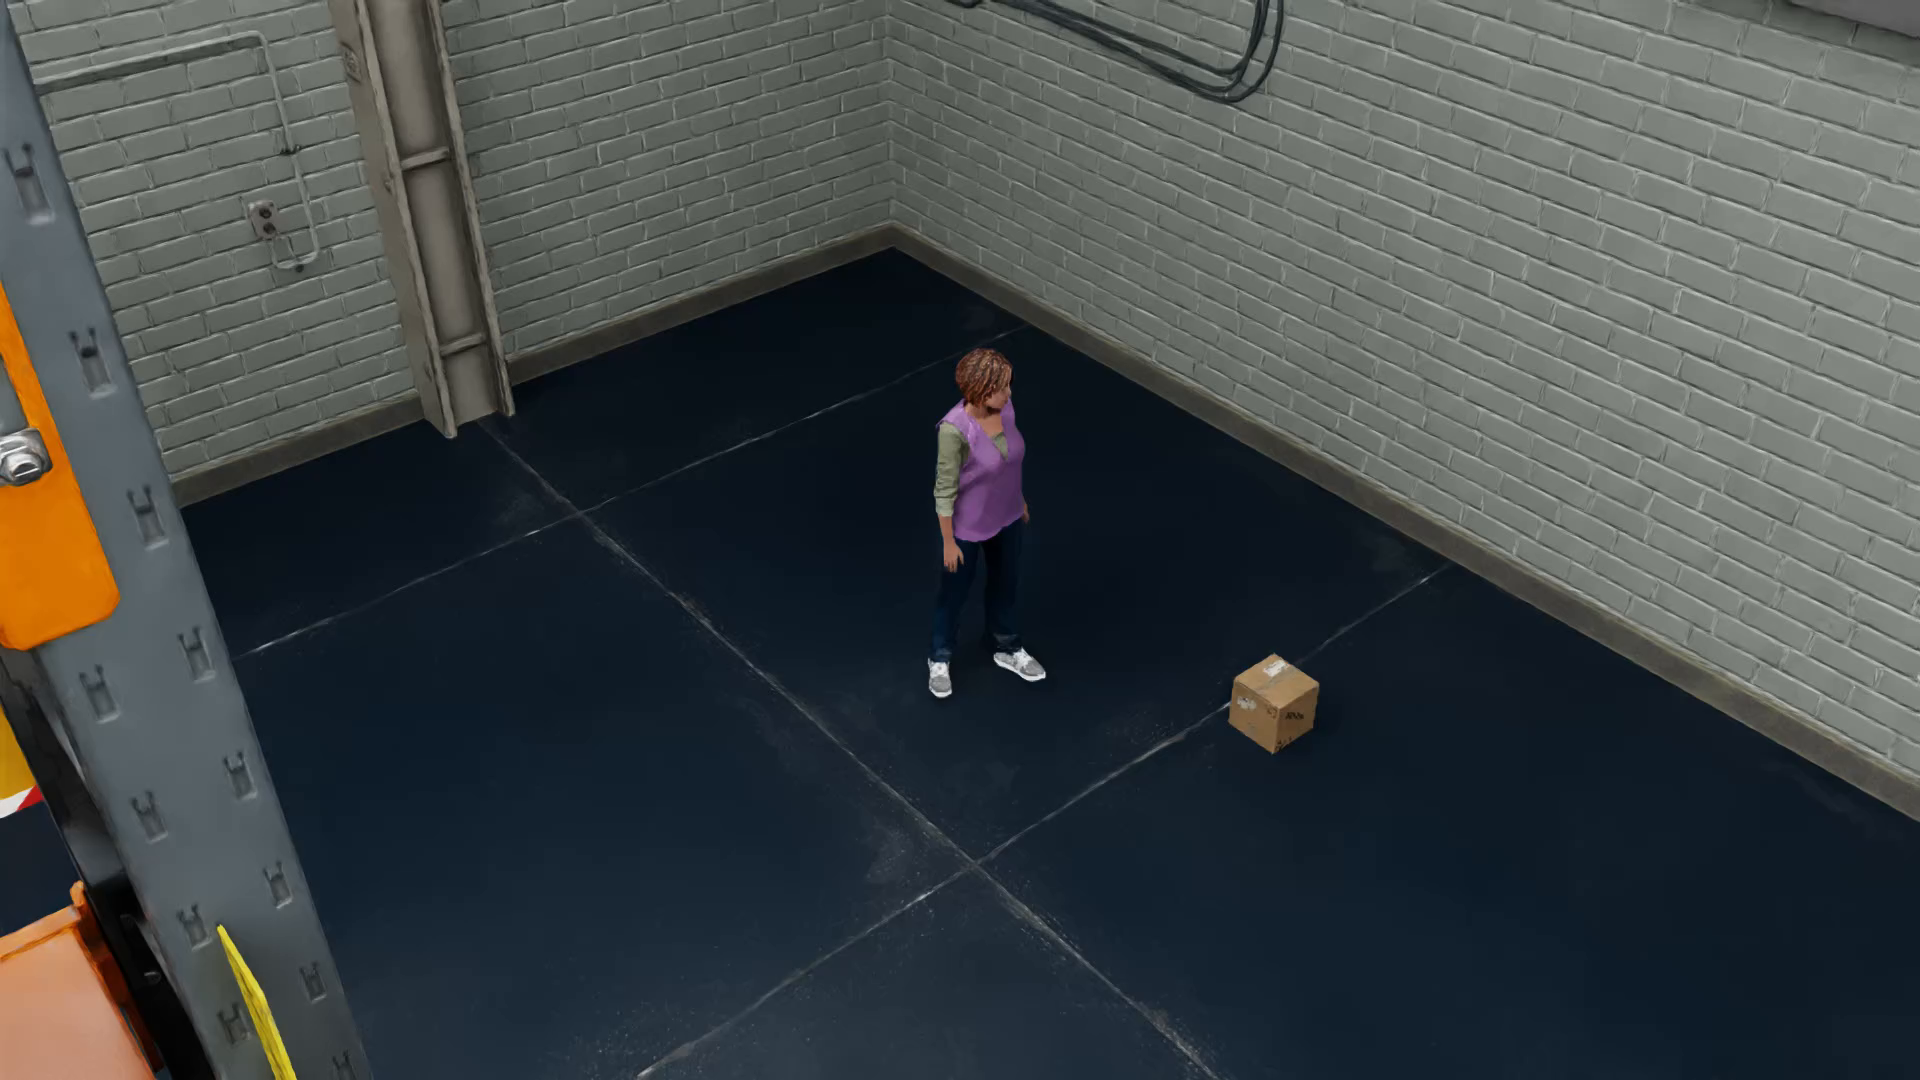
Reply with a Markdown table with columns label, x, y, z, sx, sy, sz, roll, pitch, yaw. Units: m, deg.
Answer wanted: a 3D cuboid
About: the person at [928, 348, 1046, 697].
| label | x | y | z | sx | sy | sz | roll | pitch | yaw |
| --- | --- | --- | --- | --- | --- | --- | --- | --- | --- |
| person | 0.102 | -0.059 | 6.697 | 0.511 | 1.593 | 0.456 | -29 | 45 | -34 |
